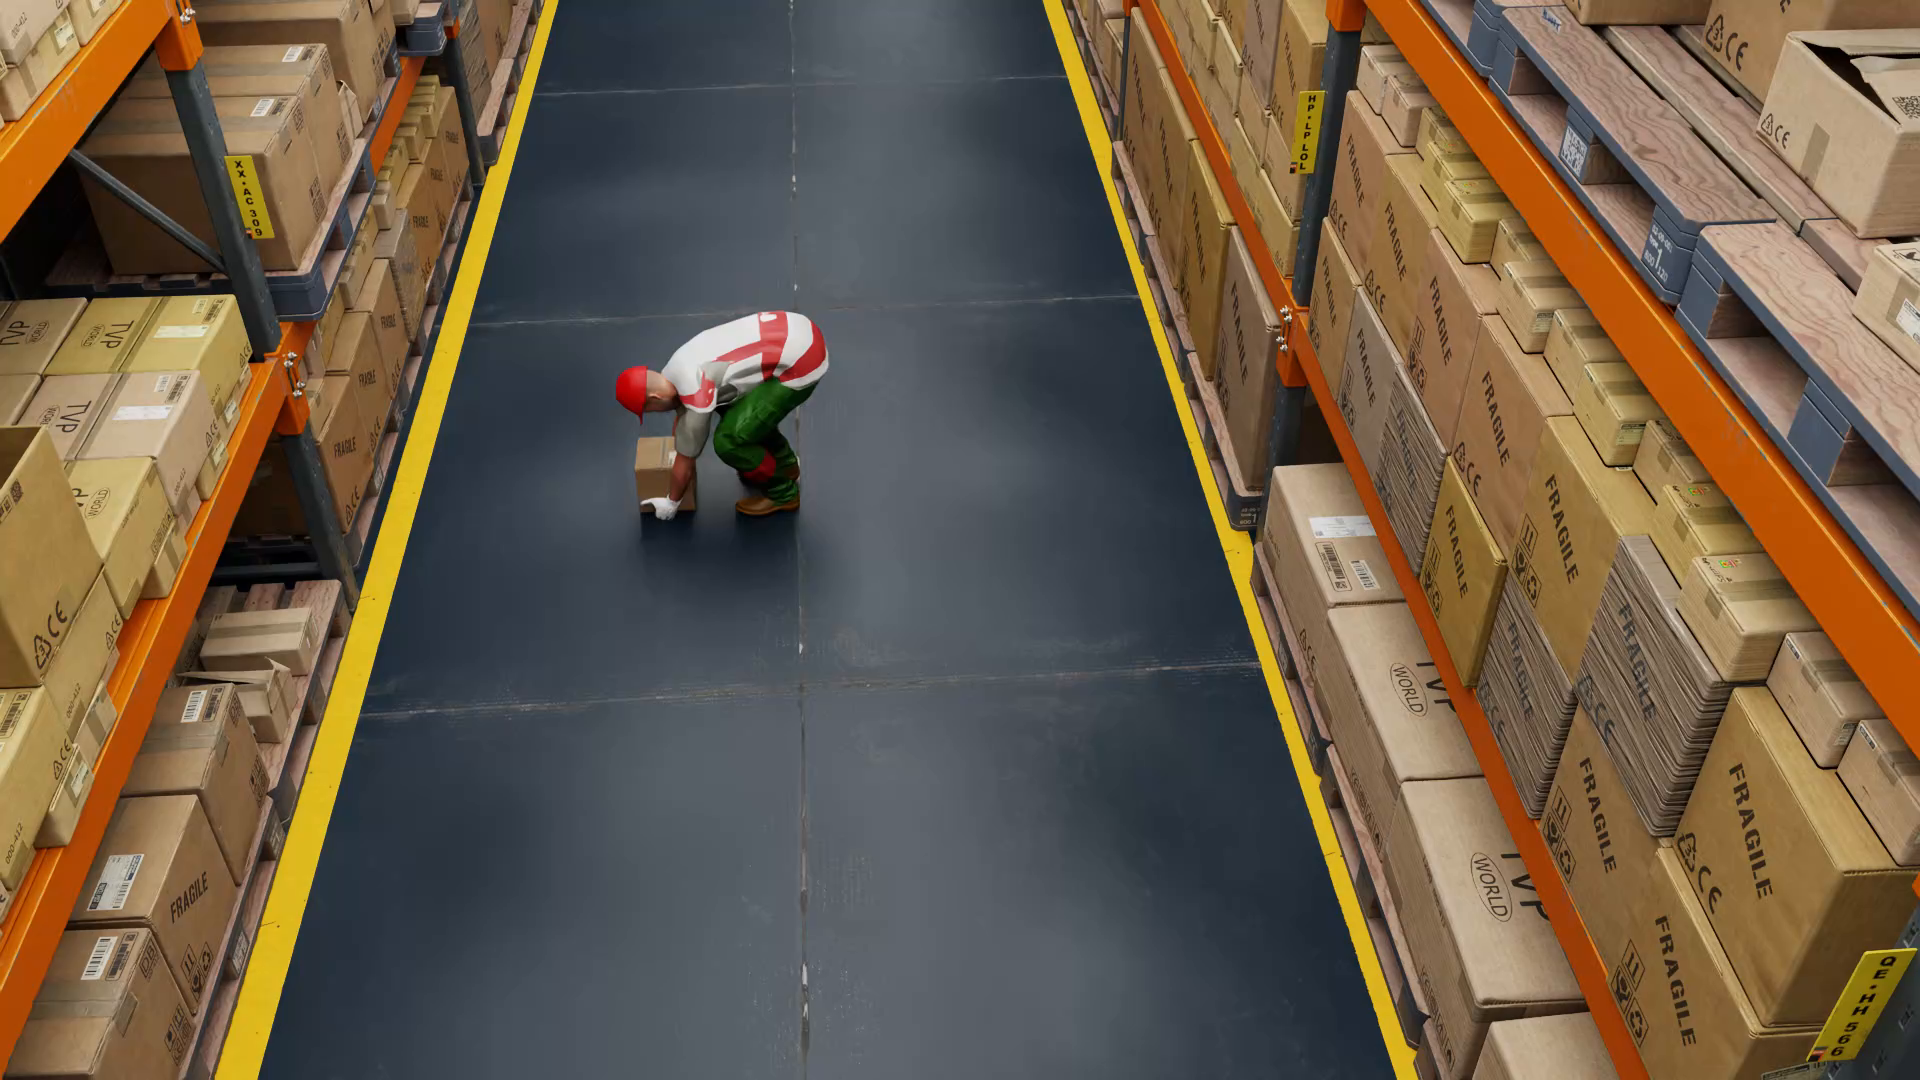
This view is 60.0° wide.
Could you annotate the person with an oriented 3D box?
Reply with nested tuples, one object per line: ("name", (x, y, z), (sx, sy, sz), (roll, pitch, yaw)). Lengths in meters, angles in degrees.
("person", (-0.903, -0.912, 7.267), (0.486, 1.793, 0.531), (-4, 39, -5))
